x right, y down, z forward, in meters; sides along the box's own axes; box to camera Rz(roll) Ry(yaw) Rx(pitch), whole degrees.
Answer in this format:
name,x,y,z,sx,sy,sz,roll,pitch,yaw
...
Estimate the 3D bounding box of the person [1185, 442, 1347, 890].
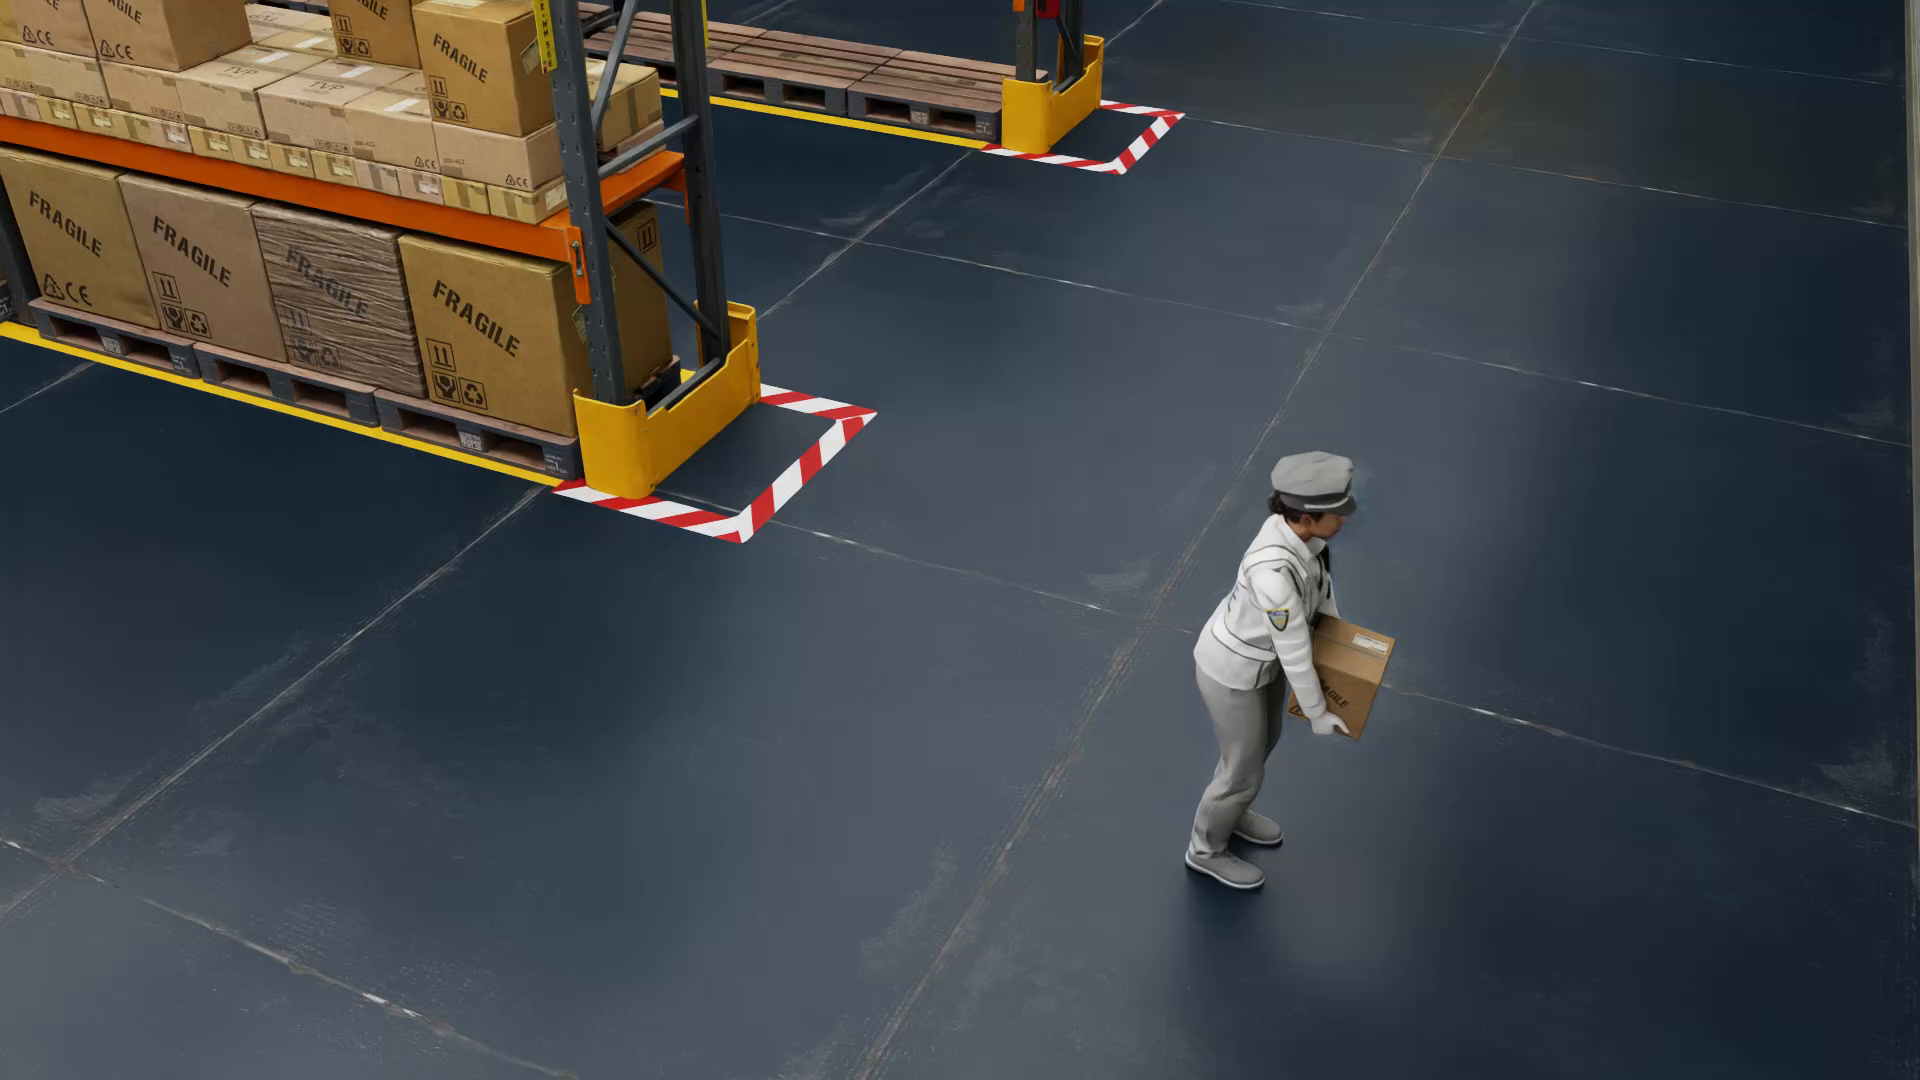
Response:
name,x,y,z,sx,sy,sz,roll,pitch,yaw
person,1.047,0.436,5.491,0.535,1.674,0.417,14,36,20
